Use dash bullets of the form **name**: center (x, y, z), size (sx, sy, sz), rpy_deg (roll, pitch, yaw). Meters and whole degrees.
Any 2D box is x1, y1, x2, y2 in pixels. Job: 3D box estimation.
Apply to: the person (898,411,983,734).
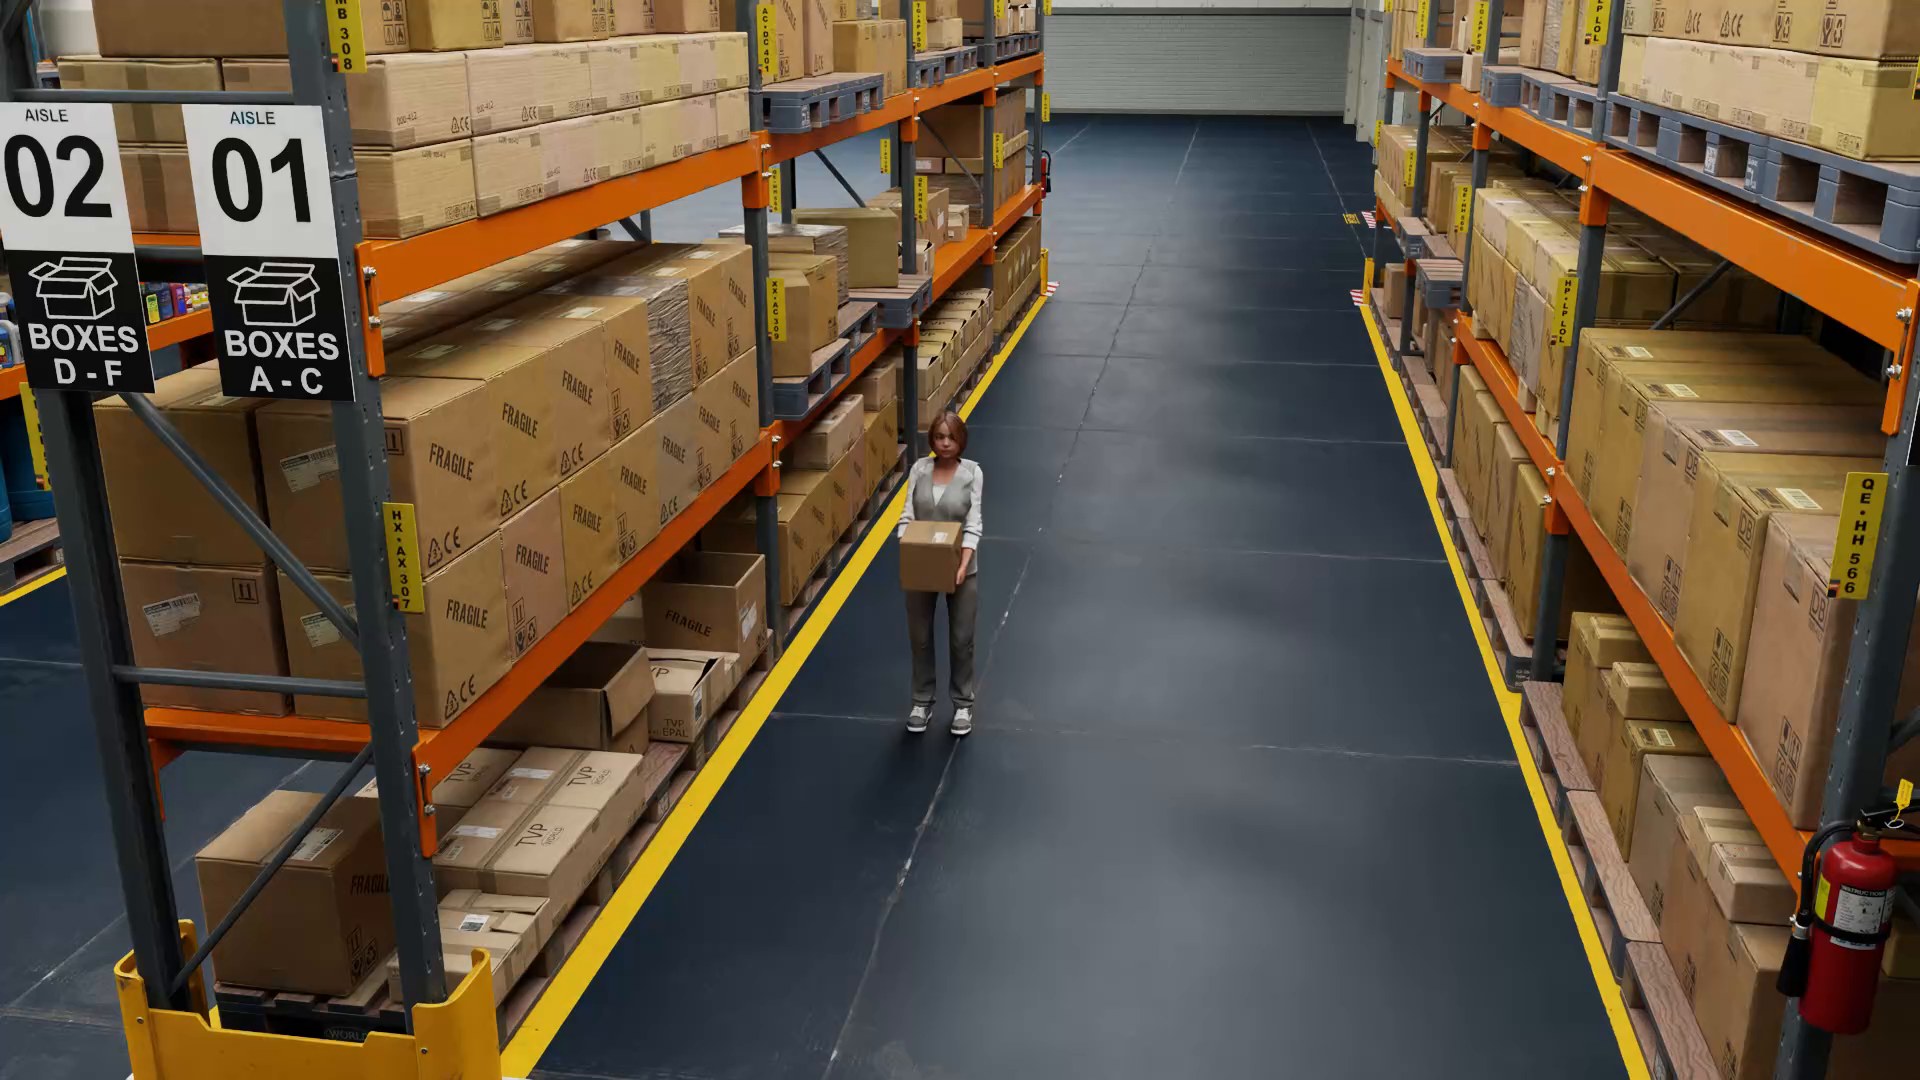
- **person**: center (-0.096, 0.188, 8.007), size (0.406, 1.588, 0.492), rpy_deg (3, 18, 9)
